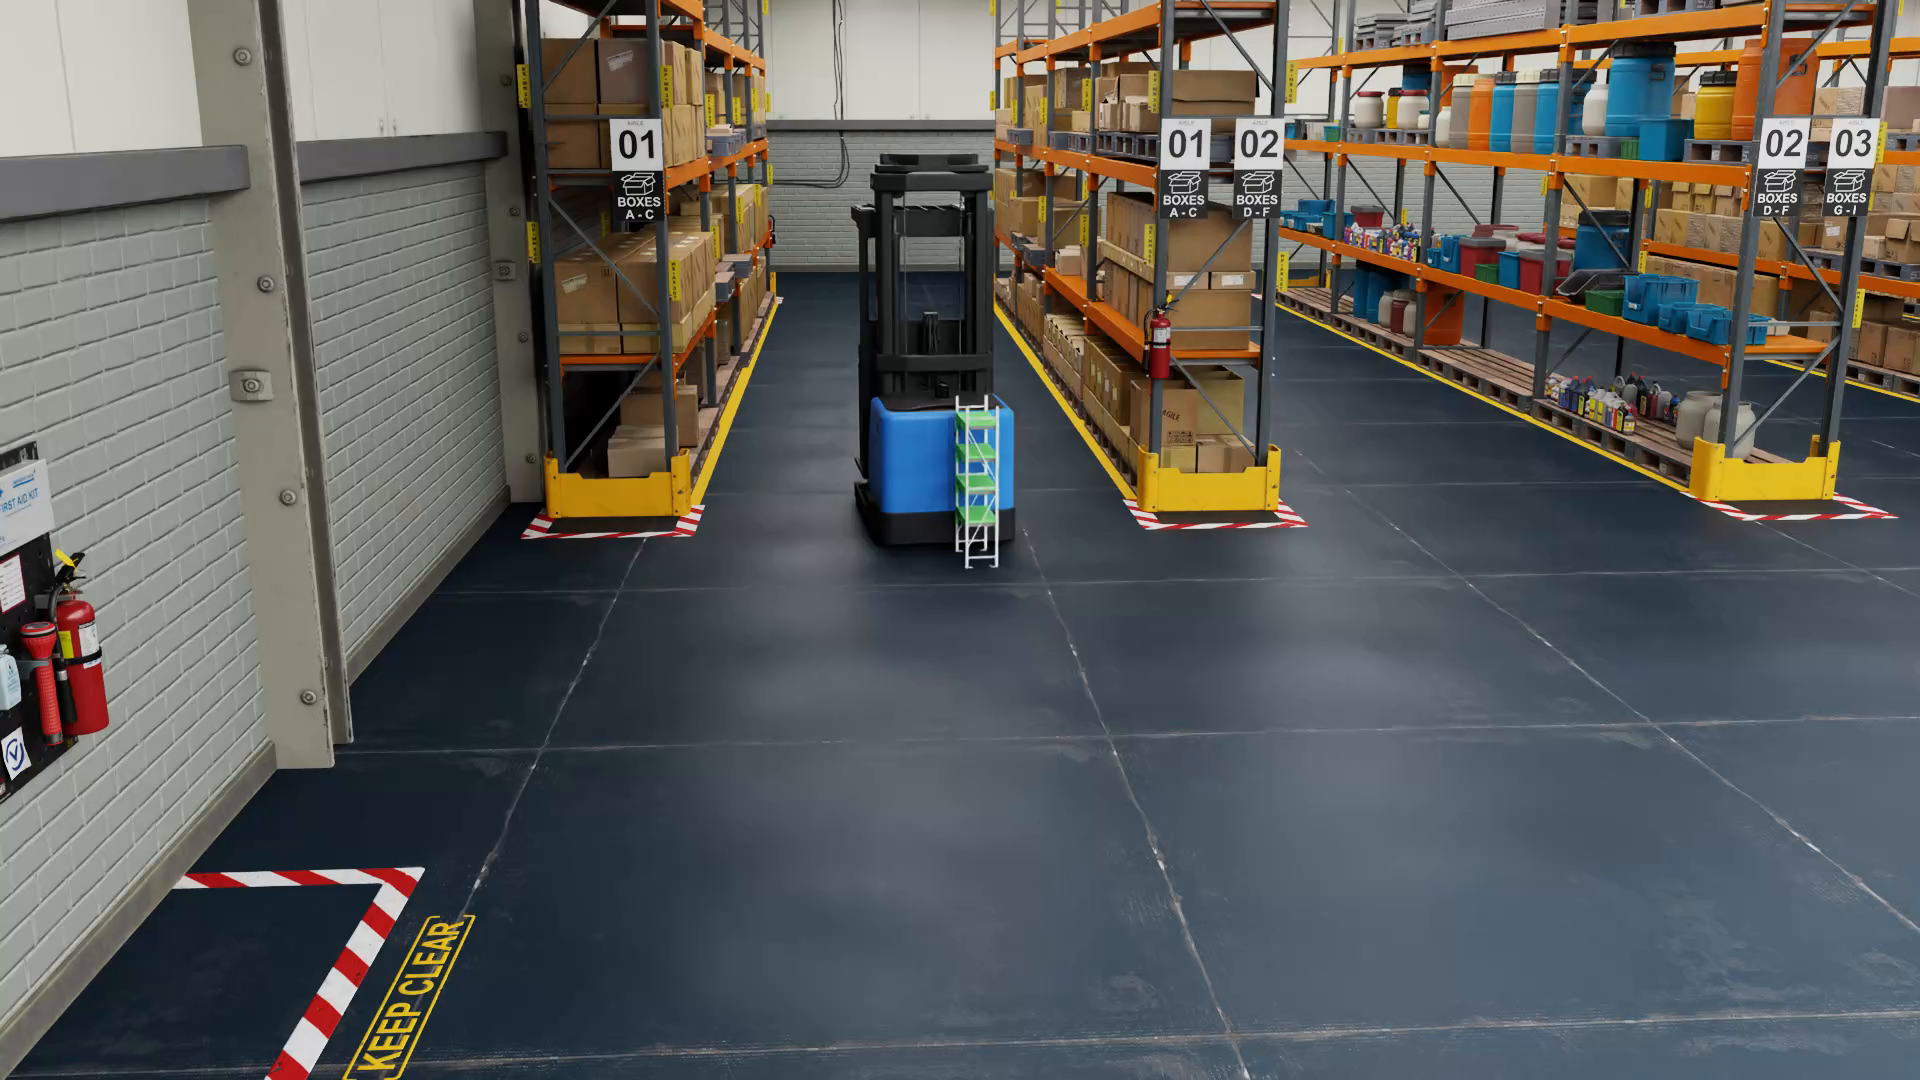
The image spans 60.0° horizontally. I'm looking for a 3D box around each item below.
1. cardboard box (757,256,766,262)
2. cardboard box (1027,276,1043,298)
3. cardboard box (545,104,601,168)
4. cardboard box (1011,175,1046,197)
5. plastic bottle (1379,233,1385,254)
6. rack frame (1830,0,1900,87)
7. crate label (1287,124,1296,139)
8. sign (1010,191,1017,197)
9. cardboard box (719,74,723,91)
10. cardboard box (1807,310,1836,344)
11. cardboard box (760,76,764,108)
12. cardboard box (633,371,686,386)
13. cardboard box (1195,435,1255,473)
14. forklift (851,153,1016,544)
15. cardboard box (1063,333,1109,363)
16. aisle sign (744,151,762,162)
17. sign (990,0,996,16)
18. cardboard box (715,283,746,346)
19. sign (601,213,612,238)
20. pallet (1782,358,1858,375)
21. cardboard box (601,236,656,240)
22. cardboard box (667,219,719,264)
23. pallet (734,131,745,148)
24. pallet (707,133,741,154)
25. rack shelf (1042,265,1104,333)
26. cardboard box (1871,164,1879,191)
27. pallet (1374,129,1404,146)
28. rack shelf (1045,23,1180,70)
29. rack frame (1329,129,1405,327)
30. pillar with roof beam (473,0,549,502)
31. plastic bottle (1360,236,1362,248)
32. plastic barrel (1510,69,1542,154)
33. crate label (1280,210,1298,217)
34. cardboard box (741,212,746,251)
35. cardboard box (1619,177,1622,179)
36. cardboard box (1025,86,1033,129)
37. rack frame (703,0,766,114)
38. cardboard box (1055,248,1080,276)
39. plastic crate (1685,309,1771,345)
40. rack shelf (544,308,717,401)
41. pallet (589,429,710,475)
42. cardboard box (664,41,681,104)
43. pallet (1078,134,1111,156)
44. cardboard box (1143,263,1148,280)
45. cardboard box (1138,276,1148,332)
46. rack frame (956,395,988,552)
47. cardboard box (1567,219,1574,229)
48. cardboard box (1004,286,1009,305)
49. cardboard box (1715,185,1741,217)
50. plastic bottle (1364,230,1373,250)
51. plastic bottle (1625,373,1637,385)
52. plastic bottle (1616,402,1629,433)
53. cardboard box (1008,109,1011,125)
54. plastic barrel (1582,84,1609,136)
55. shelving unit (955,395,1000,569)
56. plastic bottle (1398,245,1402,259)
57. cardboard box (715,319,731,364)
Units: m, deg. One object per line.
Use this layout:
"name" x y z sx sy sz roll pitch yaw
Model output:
"cardboard box" -3.504 -4.752 28.348 0.380 0.149 0.250 -1 14 -4
"cardboard box" 1.235 -3.598 23.618 0.500 0.250 0.500 -1 14 -4
"cardboard box" -3.124 -3.278 13.488 0.500 0.500 0.500 0 14 1
"cardboard box" 1.065 -5.384 25.724 0.500 0.500 0.500 -1 14 -3
"plastic bottle" 6.006 -4.211 23.608 0.061 0.283 0.133 -1 14 -3
"rack frame" 15.951 -8.833 29.298 1.000 3.000 0.127 -1 14 -3
"crate label" 5.786 -6.946 28.282 0.408 0.251 0.502 -1 14 -3
"sign" 0.814 -5.138 25.240 0.100 0.325 0.005 -1 14 -3
"cardboard box" -3.665 -6.509 23.694 0.500 0.250 0.500 0 14 1
"cardboard box" 11.552 -2.723 21.723 0.700 0.500 0.500 -2 15 -6
"cardboard box" -3.499 -7.339 27.265 0.500 0.500 0.500 0 14 -2
"cardboard box" -2.989 -1.407 16.610 0.500 0.500 0.500 -2 15 -8
"cardboard box" 2.287 -0.754 14.611 0.500 0.250 0.500 -1 14 -3
"forklift" -0.306 -1.705 13.770 1.130 2.935 3.031 -2 15 -8
"cardboard box" 1.472 -2.233 19.235 0.500 0.311 0.500 -1 14 -4
"aisle sign" -3.542 -6.928 28.717 0.394 0.787 0.004 -1 14 -3
"sign" 0.566 -9.112 28.348 0.100 0.325 0.005 -1 14 -3
"cardboard box" -3.256 -3.004 22.155 0.750 0.750 0.750 -1 14 -4
"sign" -3.647 -3.214 17.174 0.100 0.325 0.005 -1 14 -3
"pallet" 11.537 -2.342 21.705 1.003 0.211 1.213 -1 14 -3
"cardboard box" -3.244 -2.714 16.310 0.500 0.500 0.500 -1 14 -4
"cardboard box" -3.203 -3.493 19.497 0.700 0.500 0.500 -1 14 -3
"pallet" -3.434 -5.178 21.490 1.213 0.211 1.003 0 14 -1
"pallet" -3.092 -4.437 18.610 1.213 0.211 1.003 -1 14 -3
"rack shelf" 1.727 -2.889 19.678 1.077 0.370 4.000 -1 14 -3
"cardboard box" 15.762 -6.234 28.430 0.500 0.500 0.500 -1 14 -5
"pallet" 6.518 -5.691 23.484 1.003 0.211 1.213 -1 14 -3
"rack shelf" 1.727 -5.601 18.981 1.077 0.370 4.000 -1 14 -3
"rack frame" 6.299 -4.805 25.682 1.000 3.000 0.127 -1 14 -3
"pillar with roof beam" 0.545 -4.800 13.624 9.100 9.000 0.400 -1 14 -3
"plastic bottle" 5.962 -4.419 24.581 0.097 0.201 0.097 0 14 0
"plastic barrel" 6.506 -4.797 18.624 0.600 0.901 0.600 0 14 0
"crate label" 5.738 -5.681 29.303 0.416 0.233 0.303 -1 14 -3
"cardboard box" -3.139 -4.115 22.161 0.500 0.500 0.500 0 14 -2
"cardboard box" 11.287 -6.194 29.278 0.500 0.500 0.500 -1 14 -3
"cardboard box" 1.313 -6.356 24.446 0.600 0.600 0.600 -2 15 -9
"rack frame" -3.837 -8.552 28.206 1.000 3.000 0.127 -1 14 -3
"cardboard box" 1.465 -3.466 20.657 0.500 0.311 0.500 -1 14 -4
"plastic crate" 6.713 -1.868 14.567 0.499 0.251 0.616 -1 14 -3
"rack shelf" -2.969 -1.817 15.511 1.077 0.370 4.000 -1 14 -3
"pallet" -2.938 -0.841 15.873 1.003 0.211 1.213 -1 14 -3
"cardboard box" -2.607 -3.888 13.850 0.500 0.500 0.500 -1 14 -4
"pallet" 1.783 -4.319 18.157 0.805 0.209 1.217 -1 15 -6
"cardboard box" 1.838 -2.391 14.797 0.380 0.149 0.250 -1 14 -3
"cardboard box" 2.020 -2.164 15.216 0.700 0.500 0.500 -1 14 -3
"rack frame" 0.087 -0.494 12.539 0.240 1.200 0.015 -2 15 -8
"cardboard box" 10.738 -5.469 28.766 0.380 0.149 0.250 -1 14 -4
"cardboard box" 0.990 -3.964 26.927 0.500 0.311 0.500 -1 14 -3
"cardboard box" 11.376 -4.932 23.961 0.797 0.503 0.637 0 14 -2
"plastic bottle" 6.005 -4.394 24.332 0.152 0.276 0.135 -1 14 -3
"plastic bottle" 7.122 -1.590 17.619 0.144 0.351 0.185 -1 14 -5
"plastic bottle" 6.466 -1.197 16.227 0.061 0.283 0.133 -1 14 -2
"cardboard box" 1.026 -6.593 25.908 0.500 0.250 0.500 -1 14 -3
"plastic barrel" 6.625 -4.416 17.081 0.421 0.512 0.421 0 14 0
"shelving unit" 0.124 -0.434 12.305 0.258 1.200 0.503 -2 15 -8
"plastic bottle" 6.075 -3.967 22.824 0.097 0.201 0.097 0 14 0
"cardboard box" -3.244 -2.482 20.785 0.700 0.500 0.500 -1 14 -3
